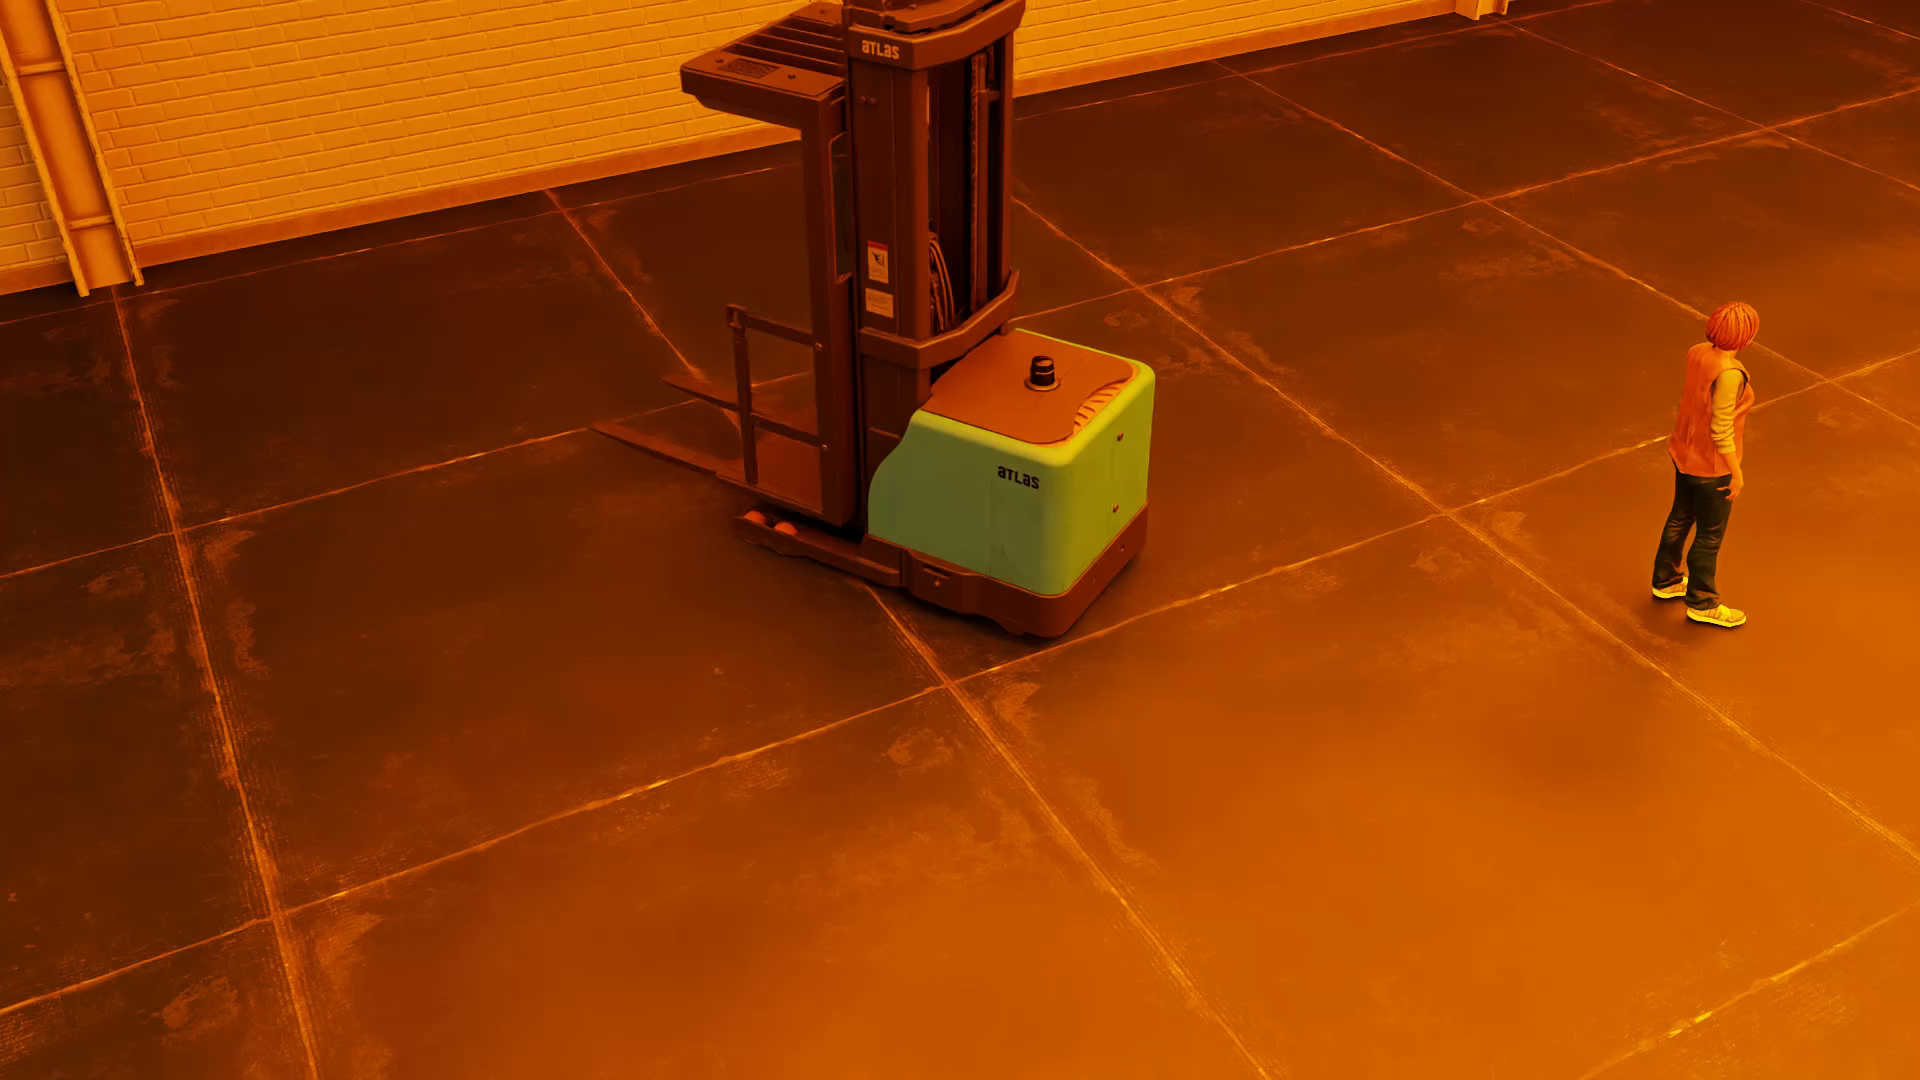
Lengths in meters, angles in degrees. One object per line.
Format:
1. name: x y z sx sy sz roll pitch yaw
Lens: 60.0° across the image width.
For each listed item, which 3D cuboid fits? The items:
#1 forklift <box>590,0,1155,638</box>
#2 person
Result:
1. forklift: -0.575 -1.360 8.048 3.031 2.935 1.130 19 39 25
2. person: 3.565 -0.370 7.793 0.475 1.593 0.520 -1 35 -2
